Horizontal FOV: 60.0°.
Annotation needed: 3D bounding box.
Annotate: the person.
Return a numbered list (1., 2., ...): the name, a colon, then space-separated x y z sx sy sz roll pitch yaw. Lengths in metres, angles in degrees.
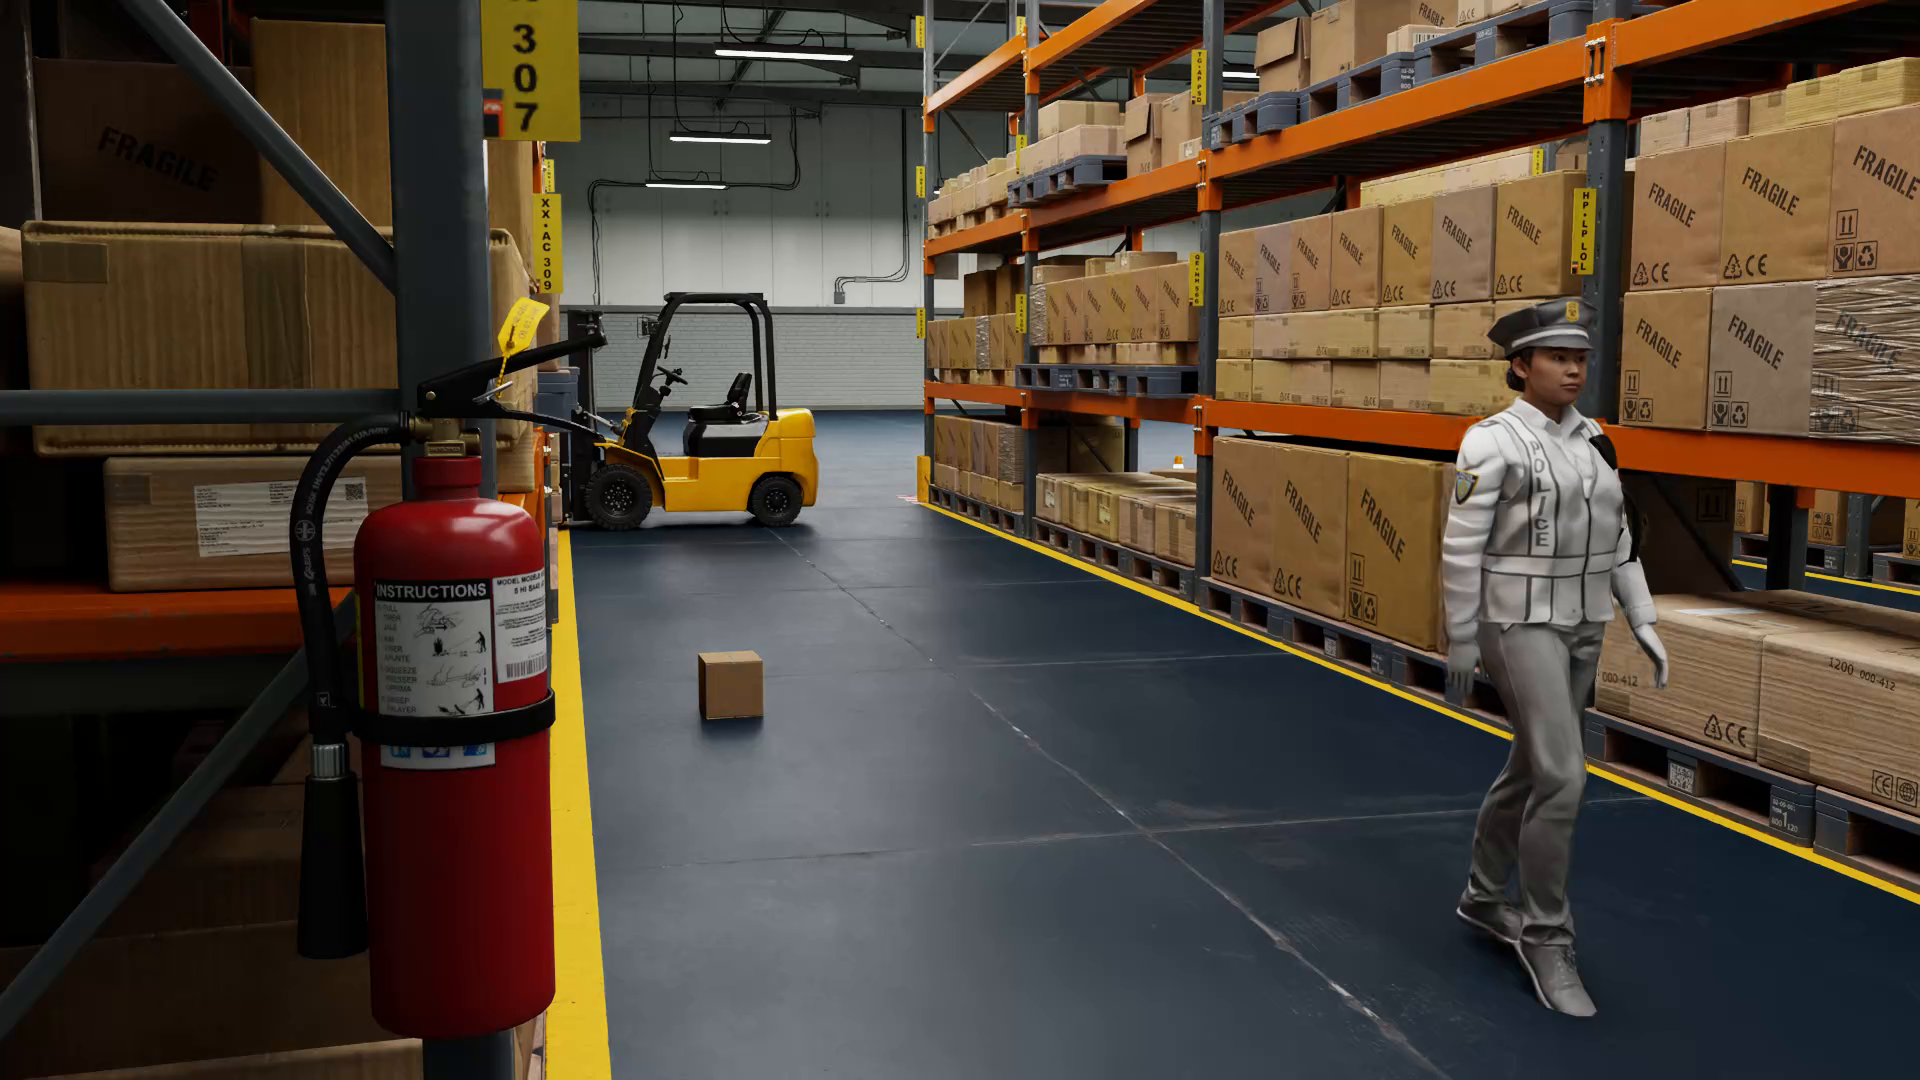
1. person: 3.084 -0.532 9.049 7.954 2.202 7.570 -3 7 -28
